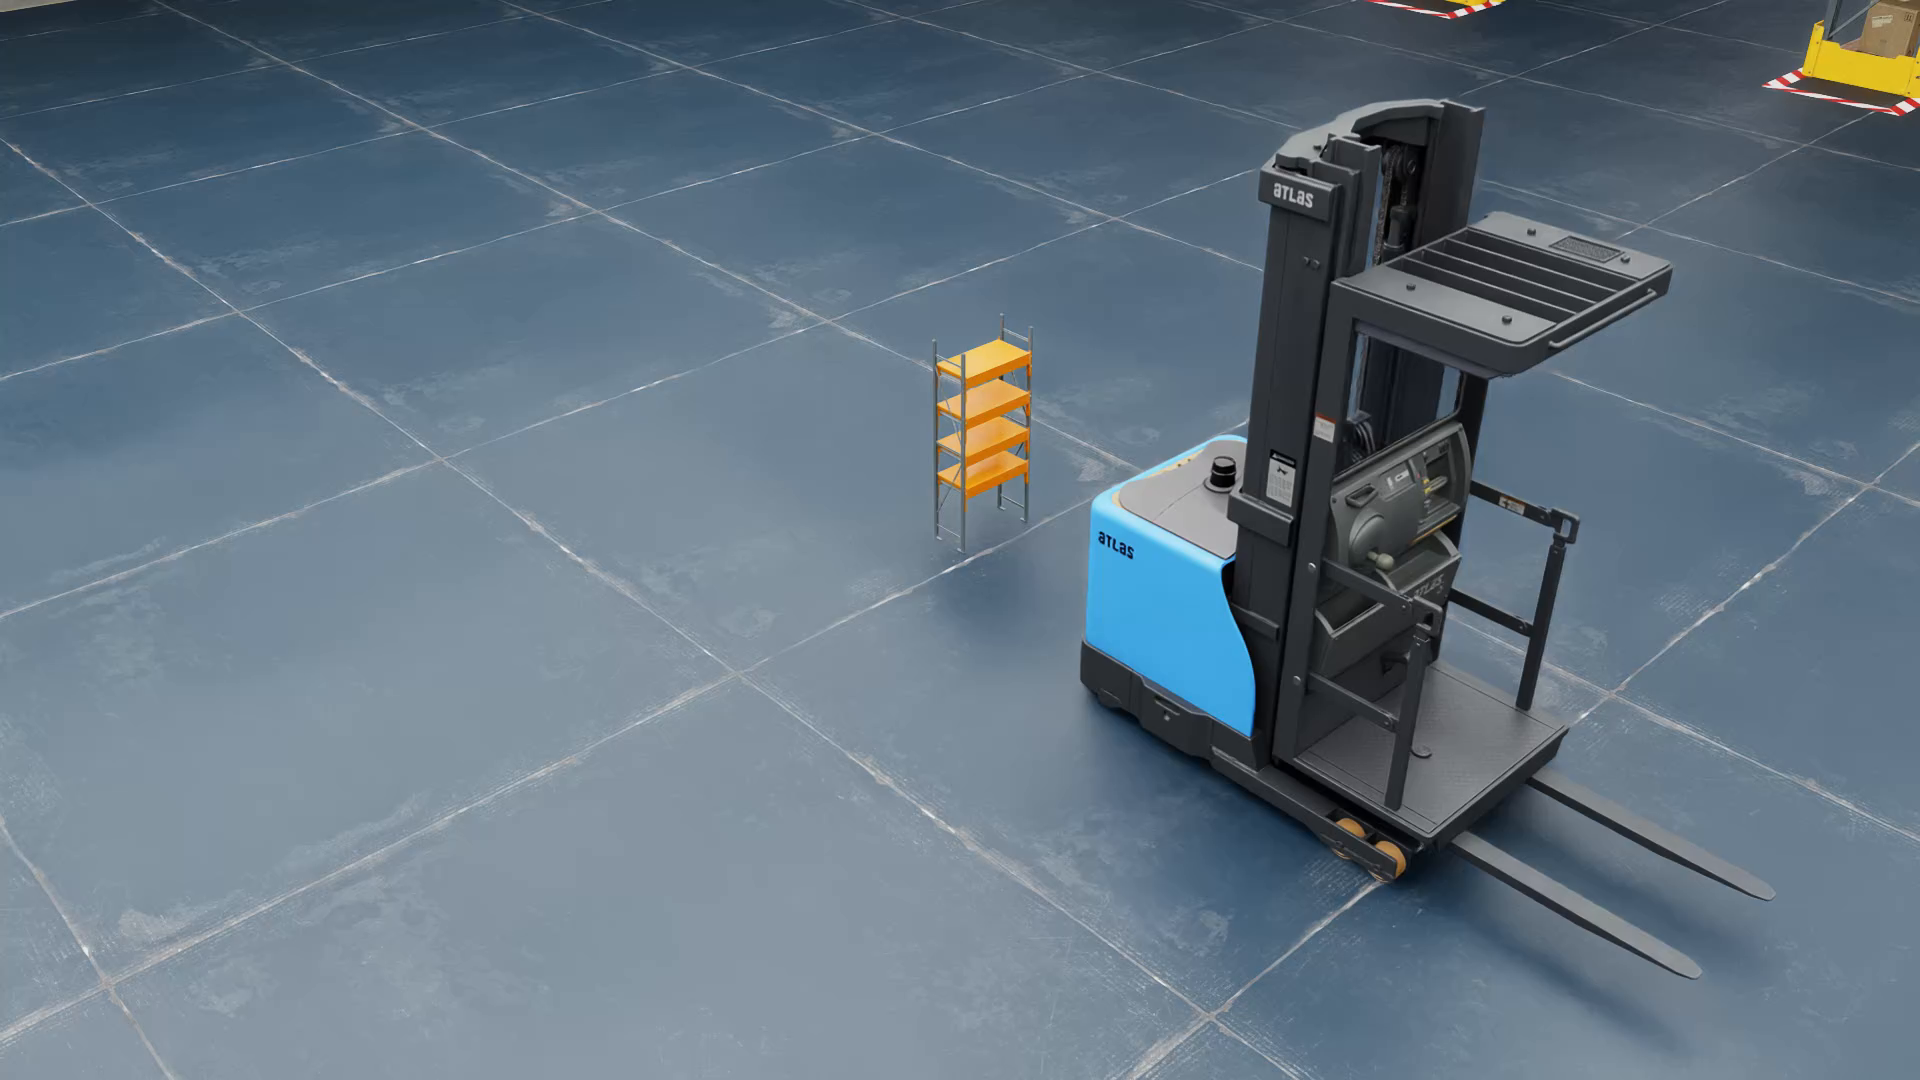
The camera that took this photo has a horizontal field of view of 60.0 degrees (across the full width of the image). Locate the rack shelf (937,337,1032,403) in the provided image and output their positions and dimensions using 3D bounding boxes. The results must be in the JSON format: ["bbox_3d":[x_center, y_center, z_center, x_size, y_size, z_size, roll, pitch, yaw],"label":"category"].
[{"bbox_3d":[0.121,-0.906,8.828,0.480,0.148,0.258,-26,40,-35],"label":"rack shelf"}]

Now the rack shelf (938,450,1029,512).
[{"bbox_3d":[0.121,-0.344,9.172,0.480,0.148,0.258,-26,40,-35],"label":"rack shelf"}]

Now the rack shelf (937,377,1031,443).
[{"bbox_3d":[0.121,-0.704,8.951,0.480,0.148,0.258,-26,40,-35],"label":"rack shelf"}]

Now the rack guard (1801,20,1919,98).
[{"bbox_3d":[9.136,-4.829,16.669,0.348,0.500,1.175,-26,40,-35],"label":"rack guard"}]

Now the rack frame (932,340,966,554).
[{"bbox_3d":[-0.058,-0.484,8.891,0.015,1.200,0.240,-26,40,-35],"label":"rack frame"}]

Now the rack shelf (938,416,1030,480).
[{"bbox_3d":[0.121,-0.513,9.068,0.480,0.148,0.258,-26,40,-35],"label":"rack shelf"}]

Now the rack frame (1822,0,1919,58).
[{"bbox_3d":[9.080,-5.869,15.972,0.127,3.000,1.000,-26,40,-35],"label":"rack frame"}]

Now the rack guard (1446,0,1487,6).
[{"bbox_3d":[5.737,-6.742,19.797,0.348,0.500,1.175,-26,40,-35],"label":"rack guard"}]

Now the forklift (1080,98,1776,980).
[{"bbox_3d":[1.946,-0.131,6.654,1.130,2.935,3.031,-26,40,-35],"label":"forklift"}]

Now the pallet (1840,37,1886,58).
[{"bbox_3d":[9.756,-4.981,17.193,1.213,0.211,1.003,-26,40,-35],"label":"pallet"}]

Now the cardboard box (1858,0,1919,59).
[{"bbox_3d":[9.550,-5.197,16.867,0.500,0.500,0.500,-18,36,-27],"label":"cardboard box"}]

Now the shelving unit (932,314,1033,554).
[{"bbox_3d":[0.121,-0.571,9.033,0.503,1.200,0.258,-26,40,-35],"label":"shelving unit"}]

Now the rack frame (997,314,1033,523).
[{"bbox_3d":[0.300,-0.657,9.175,0.015,1.200,0.240,-26,40,-35],"label":"rack frame"}]
